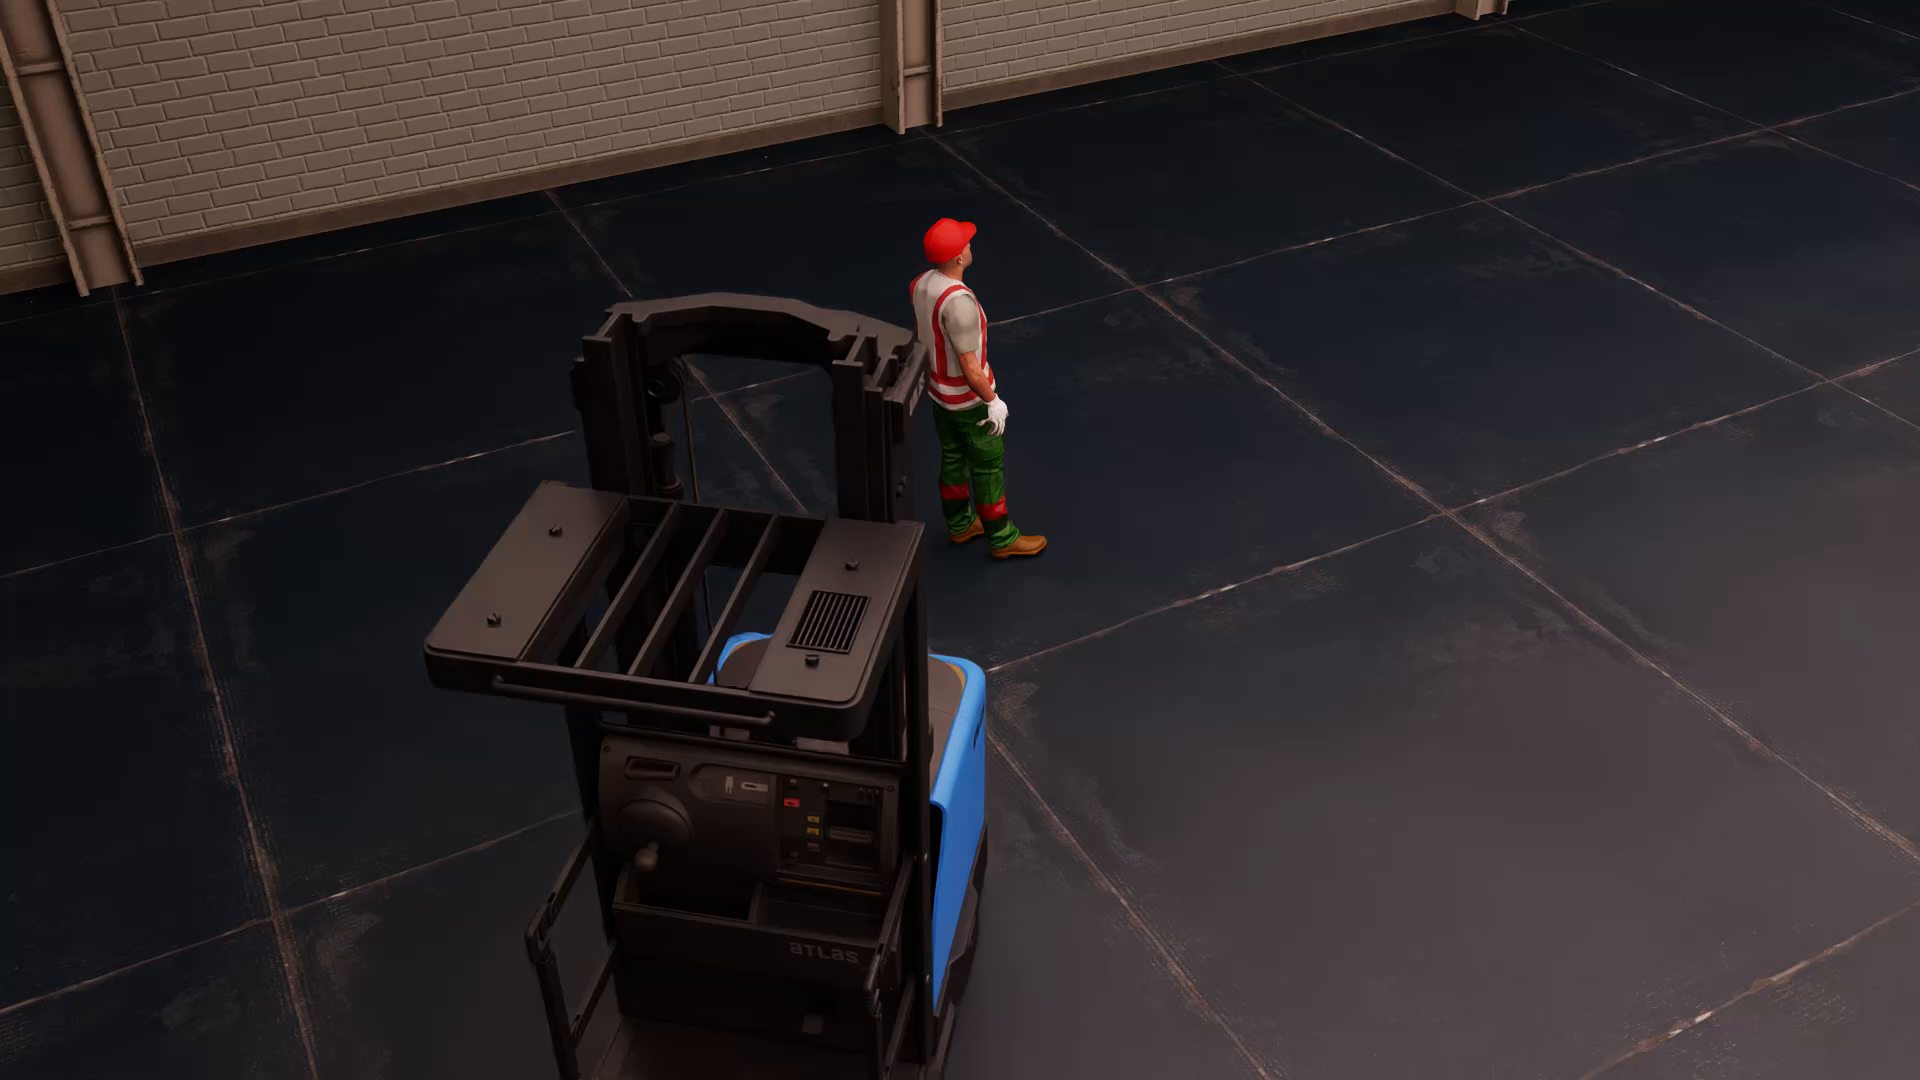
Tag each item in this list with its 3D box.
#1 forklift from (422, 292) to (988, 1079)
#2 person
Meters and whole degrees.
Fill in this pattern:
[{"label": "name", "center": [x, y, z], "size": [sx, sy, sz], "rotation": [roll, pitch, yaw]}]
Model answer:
[{"label": "forklift", "center": [-0.681, 0.904, 4.843], "size": [1.130, 2.935, 3.031], "rotation": [7, 36, 9]}, {"label": "person", "center": [0.076, -0.752, 8.164], "size": [0.564, 1.787, 0.638], "rotation": [-17, 39, -23]}]
